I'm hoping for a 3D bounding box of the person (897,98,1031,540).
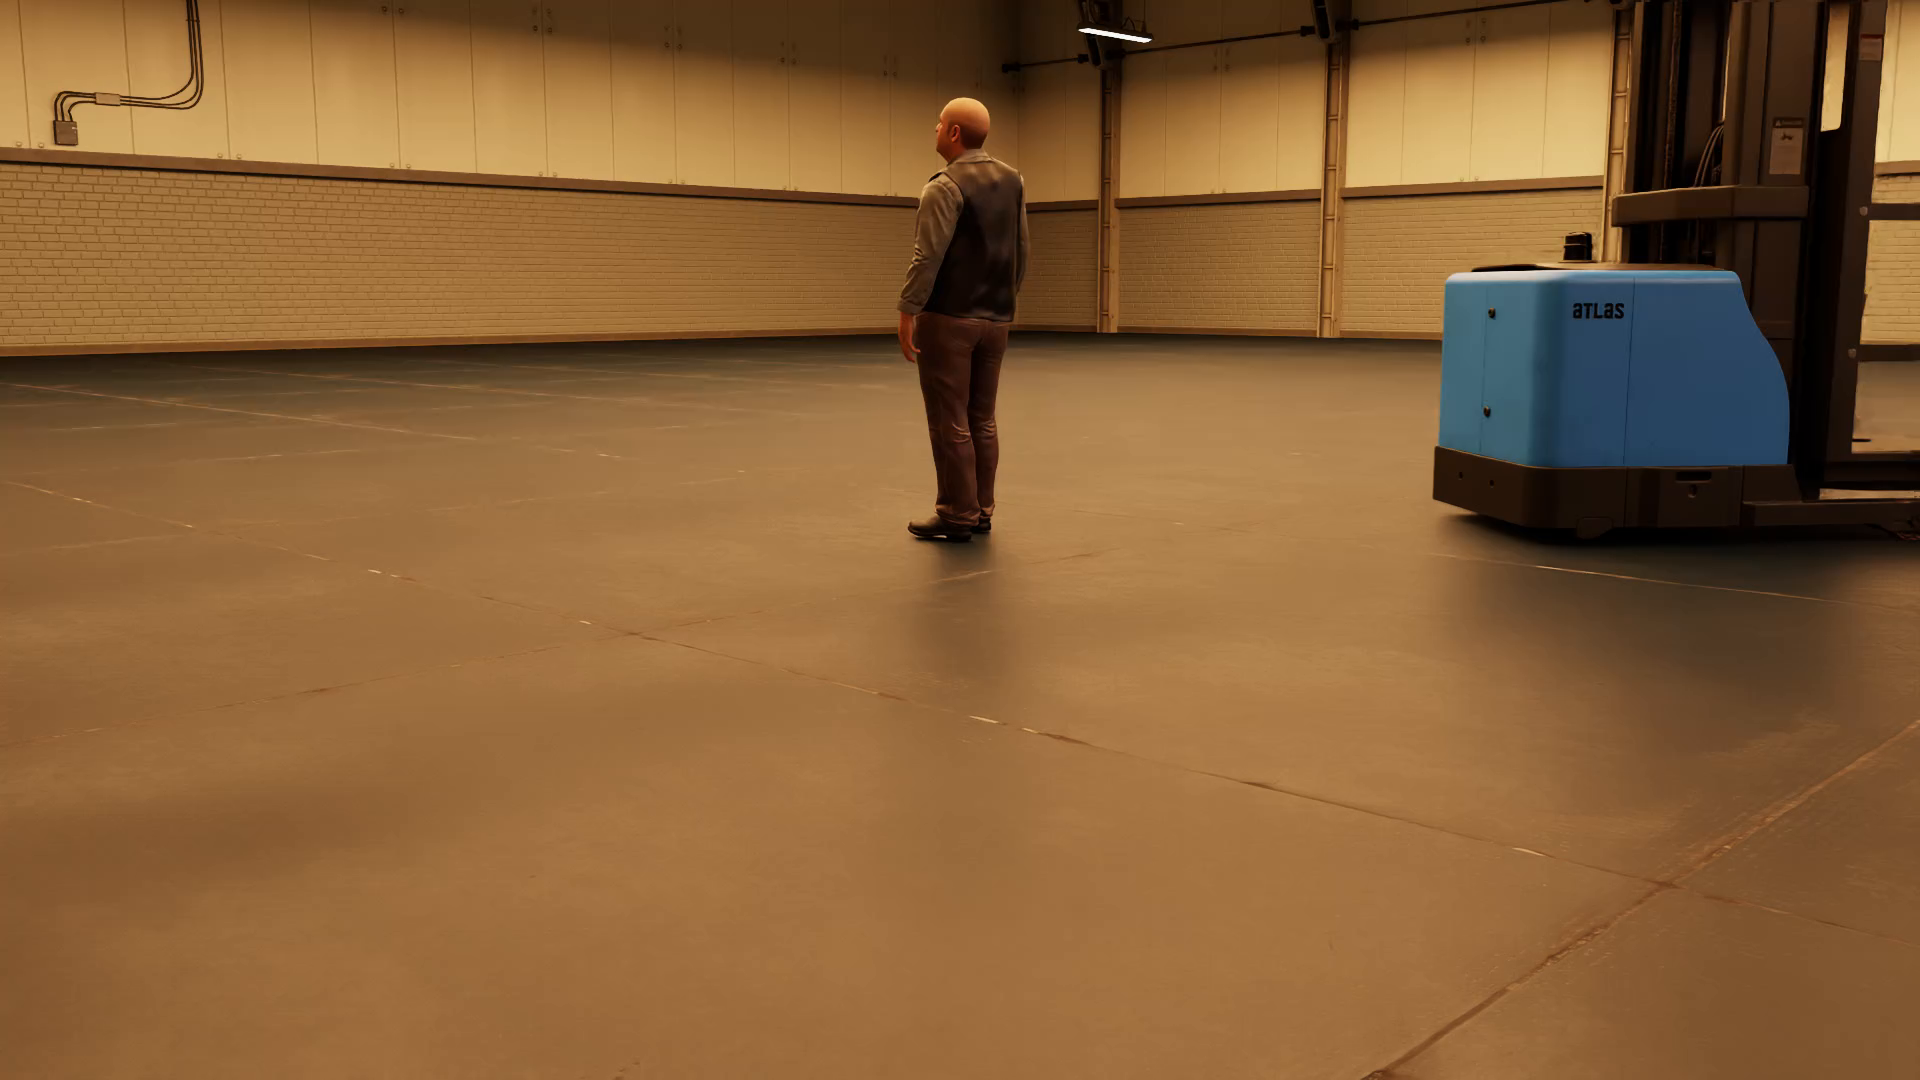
[{"bbox_3d":[-0.039,-0.866,6.636,0.568,1.720,0.632,8,12,43],"label":"person"}]

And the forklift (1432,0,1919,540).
[{"bbox_3d":[3.675,-1.525,7.001,3.031,2.935,1.130,-1,9,-7],"label":"forklift"}]
